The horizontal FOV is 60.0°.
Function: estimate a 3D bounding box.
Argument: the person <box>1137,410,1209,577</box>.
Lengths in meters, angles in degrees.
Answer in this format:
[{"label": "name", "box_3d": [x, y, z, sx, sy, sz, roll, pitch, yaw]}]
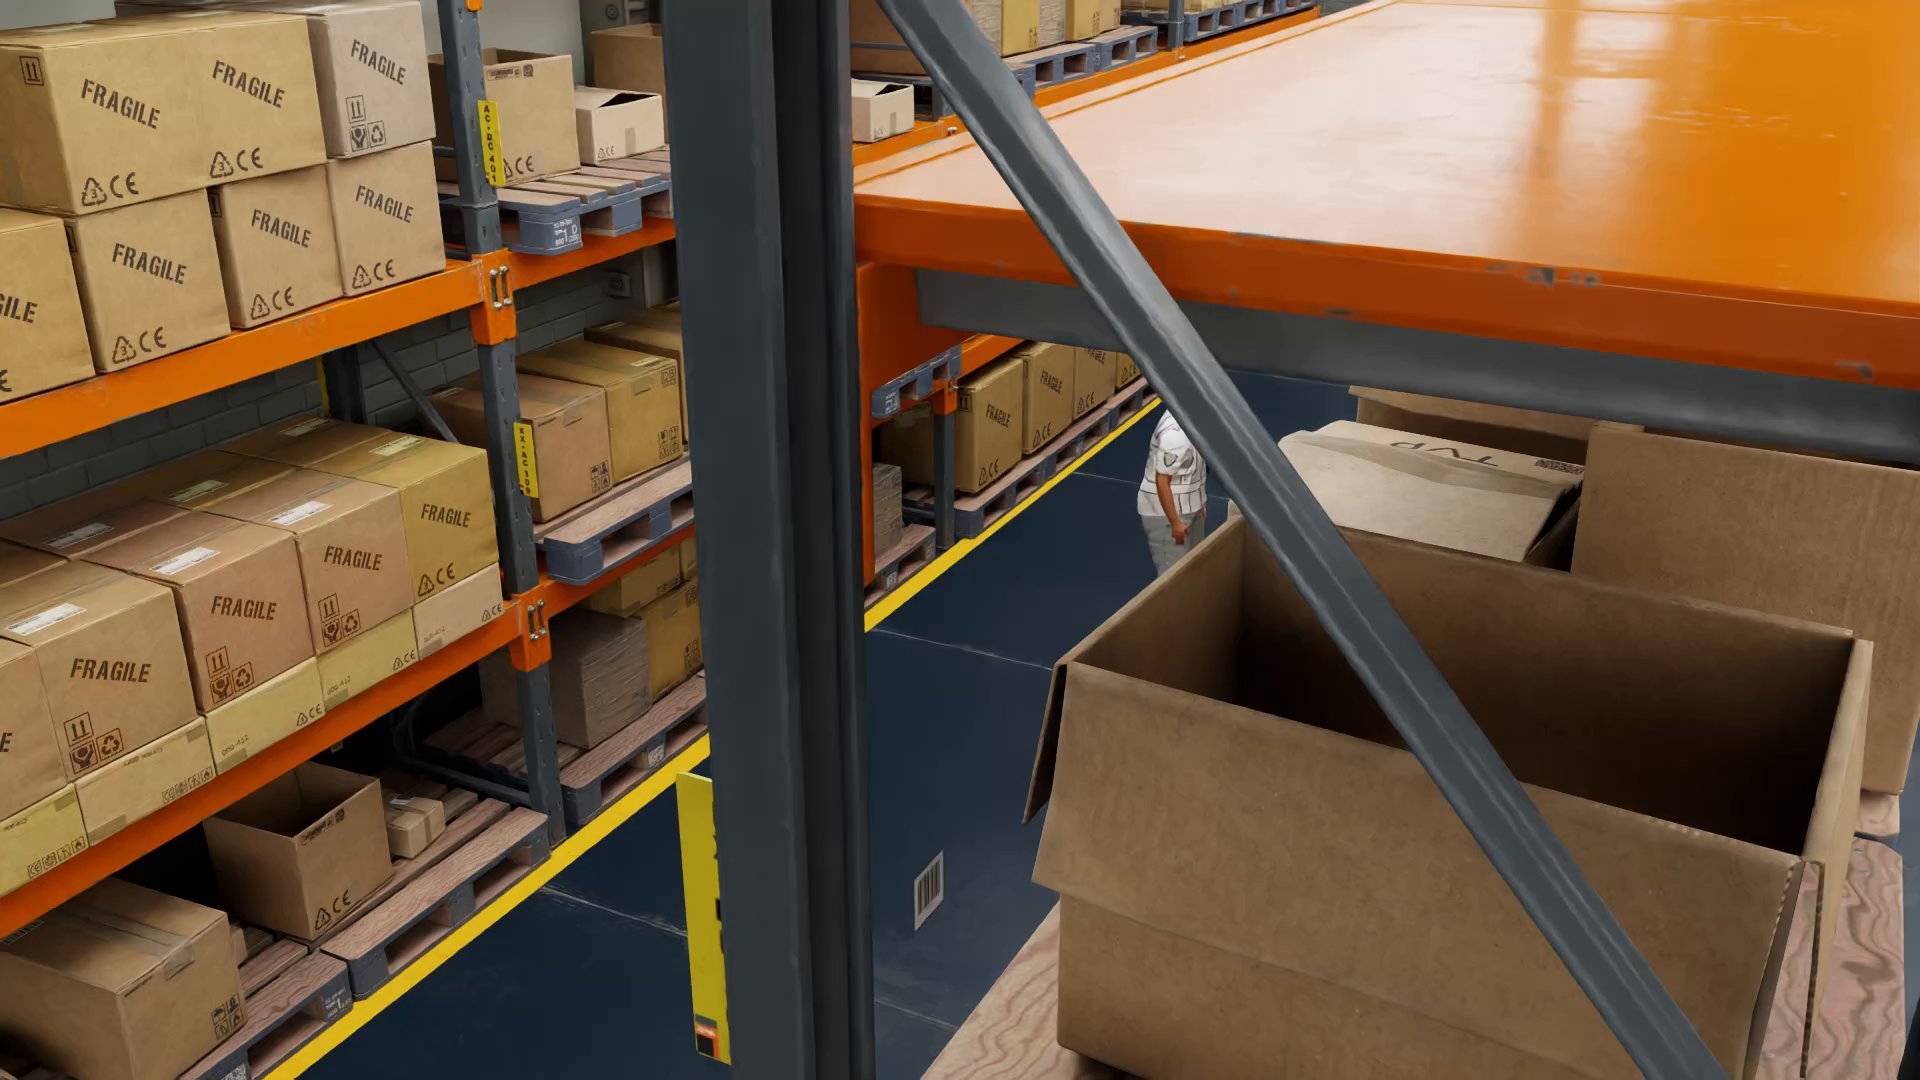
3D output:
[{"label": "person", "box_3d": [1.249, -0.152, 9.445, 0.454, 1.668, 0.533, 10, 25, 23]}]
